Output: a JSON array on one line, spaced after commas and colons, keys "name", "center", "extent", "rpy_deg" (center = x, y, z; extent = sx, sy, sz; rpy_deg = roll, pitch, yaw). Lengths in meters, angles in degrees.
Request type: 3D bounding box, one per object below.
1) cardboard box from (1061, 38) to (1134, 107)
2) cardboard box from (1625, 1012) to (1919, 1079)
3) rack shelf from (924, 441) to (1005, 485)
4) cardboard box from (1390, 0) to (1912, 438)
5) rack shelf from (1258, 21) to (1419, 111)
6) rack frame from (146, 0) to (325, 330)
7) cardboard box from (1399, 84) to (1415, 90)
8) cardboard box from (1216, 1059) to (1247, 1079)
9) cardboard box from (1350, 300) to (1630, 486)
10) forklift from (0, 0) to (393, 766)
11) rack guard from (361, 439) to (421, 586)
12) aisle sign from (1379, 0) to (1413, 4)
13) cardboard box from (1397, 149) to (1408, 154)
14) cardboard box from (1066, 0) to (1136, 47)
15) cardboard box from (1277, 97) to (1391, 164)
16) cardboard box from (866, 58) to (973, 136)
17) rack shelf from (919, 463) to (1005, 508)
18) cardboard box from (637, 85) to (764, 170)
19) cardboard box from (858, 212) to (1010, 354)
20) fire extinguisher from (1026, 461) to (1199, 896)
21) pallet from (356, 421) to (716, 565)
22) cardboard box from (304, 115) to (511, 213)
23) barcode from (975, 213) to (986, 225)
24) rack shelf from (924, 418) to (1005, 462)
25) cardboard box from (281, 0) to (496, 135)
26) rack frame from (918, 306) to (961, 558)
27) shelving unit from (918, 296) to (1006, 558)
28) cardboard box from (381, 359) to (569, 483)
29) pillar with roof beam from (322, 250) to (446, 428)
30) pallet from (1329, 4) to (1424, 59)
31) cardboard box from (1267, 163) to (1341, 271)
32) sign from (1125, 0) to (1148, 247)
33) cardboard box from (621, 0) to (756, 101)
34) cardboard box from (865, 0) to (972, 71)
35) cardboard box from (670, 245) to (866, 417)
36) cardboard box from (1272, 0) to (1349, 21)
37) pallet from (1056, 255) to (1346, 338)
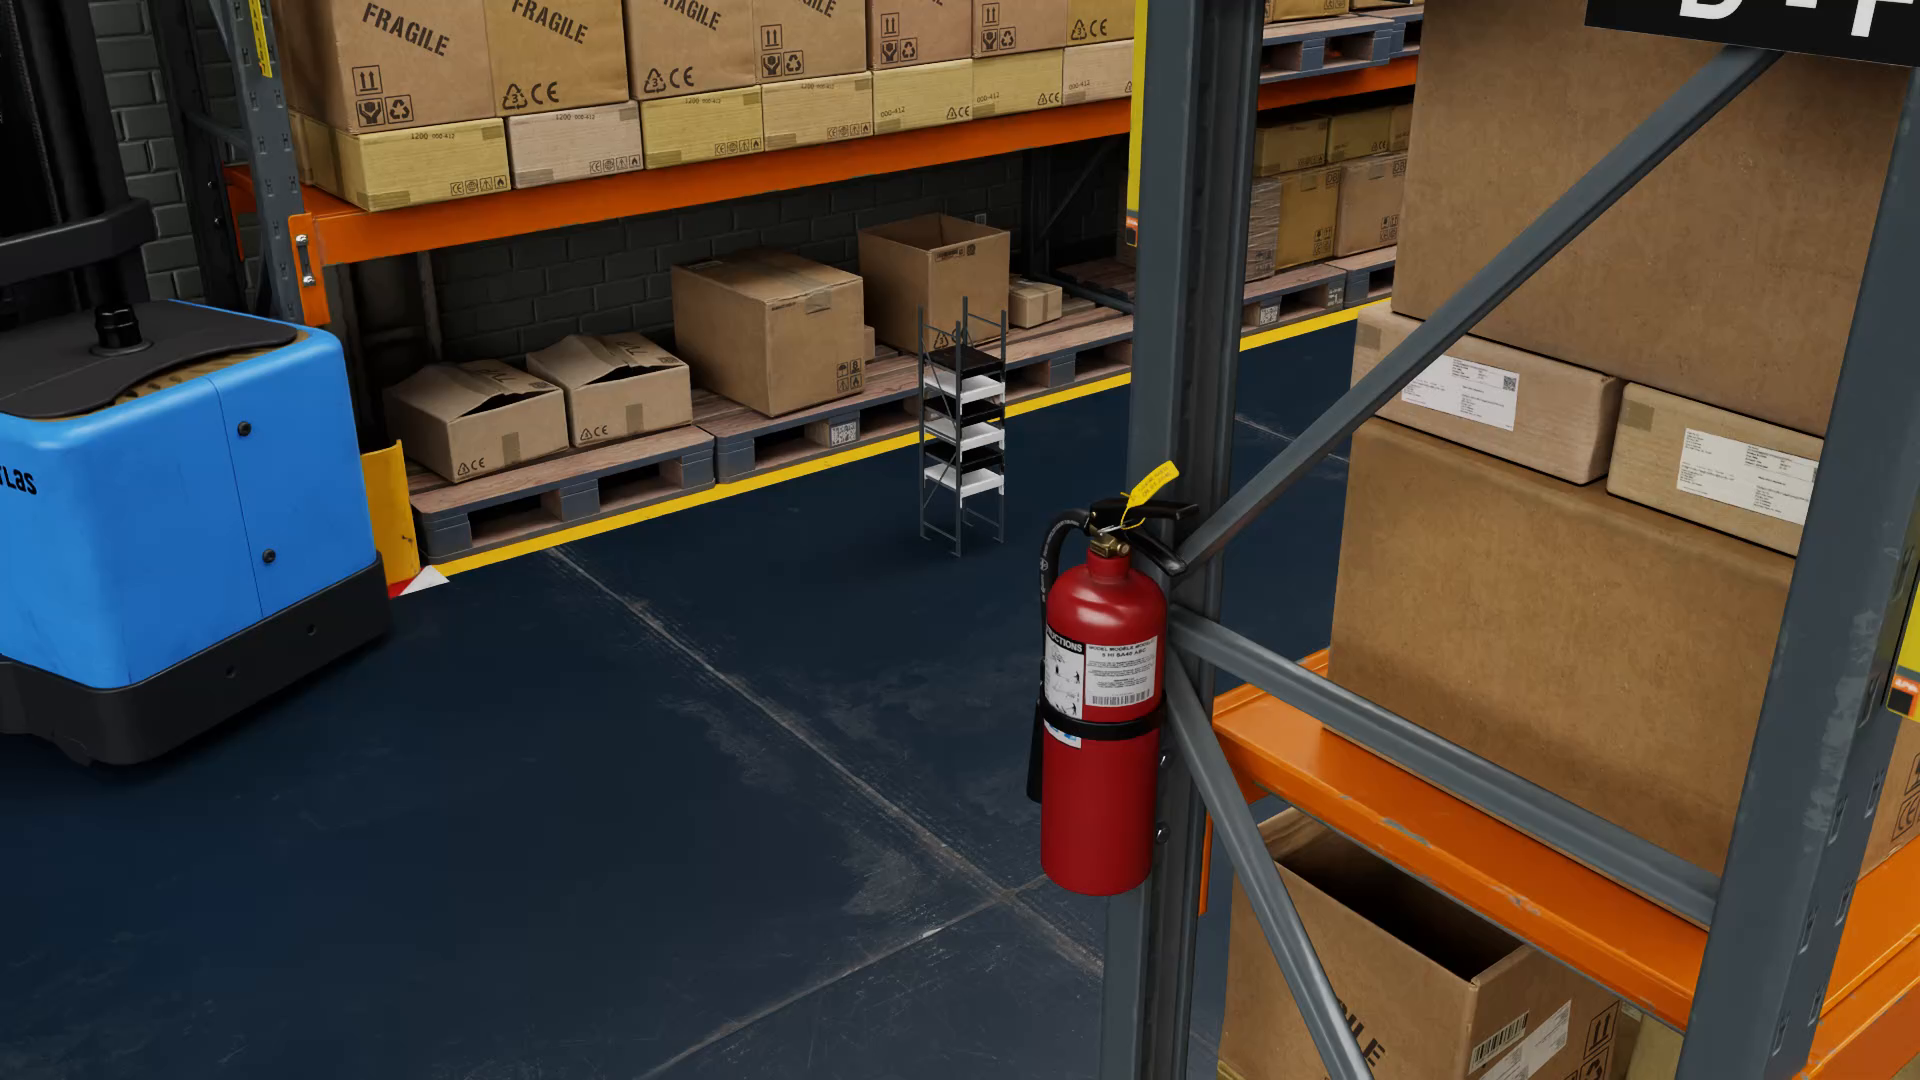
[{"name": "cardboard box", "center": [0.488, -2.123, 7.415], "extent": [0.500, 0.250, 0.500], "rpy_deg": [-18, 30, -34]}, {"name": "cardboard box", "center": [1.537, 0.795, 2.851], "extent": [0.500, 0.500, 0.500], "rpy_deg": [-18, 31, -34]}, {"name": "rack shelf", "center": [0.006, -0.298, 6.117], "extent": [0.200, 0.077, 0.258], "rpy_deg": [-18, 31, -34]}, {"name": "cardboard box", "center": [1.002, -0.491, 2.084], "extent": [0.500, 0.500, 0.700], "rpy_deg": [-18, 30, -34]}, {"name": "rack shelf", "center": [2.247, -2.598, 9.140], "extent": [4.000, 0.370, 1.077], "rpy_deg": [-18, 31, -34]}, {"name": "rack frame", "center": [-2.474, -1.366, 5.630], "extent": [0.127, 3.000, 1.000], "rpy_deg": [-18, 31, -34]}, {"name": "cardboard box", "center": [2.799, -2.518, 9.669], "extent": [0.500, 0.250, 0.500], "rpy_deg": [-18, 30, -33]}, {"name": "cardboard box", "center": [0.825, 1.094, 3.098], "extent": [0.500, 0.250, 0.500], "rpy_deg": [-18, 31, -34]}, {"name": "cardboard box", "center": [0.768, -0.228, 2.289], "extent": [0.250, 0.149, 0.380], "rpy_deg": [-19, 31, -35]}, {"name": "forklift", "center": [-3.414, -1.108, 5.156], "extent": [3.031, 2.935, 1.130], "rpy_deg": [13, 28, 26]}, {"name": "rack guard", "center": [-2.415, -0.252, 6.199], "extent": [0.348, 0.500, 1.175], "rpy_deg": [-18, 31, -34]}, {"name": "aisle sign", "center": [0.352, -0.985, 1.722], "extent": [0.004, 0.787, 0.394], "rpy_deg": [-18, 31, -34]}, {"name": "cardboard box", "center": [2.436, -2.072, 9.598], "extent": [0.500, 0.500, 0.700], "rpy_deg": [-18, 31, -34]}, {"name": "cardboard box", "center": [0.492, -2.461, 7.253], "extent": [0.500, 0.500, 0.500], "rpy_deg": [-18, 31, -34]}, {"name": "cardboard box", "center": [1.994, -2.260, 9.111], "extent": [0.500, 0.250, 0.500], "rpy_deg": [-19, 31, -35]}, {"name": "cardboard box", "center": [-0.296, -1.860, 6.849], "extent": [0.500, 0.250, 0.500], "rpy_deg": [-18, 31, -34]}, {"name": "rack shelf", "center": [0.006, -0.217, 6.155], "extent": [0.200, 0.077, 0.258], "rpy_deg": [-18, 31, -34]}, {"name": "cardboard box", "center": [-1.090, -1.599, 6.286], "extent": [0.500, 0.250, 0.500], "rpy_deg": [-19, 31, -35]}, {"name": "cardboard box", "center": [-0.119, -1.188, 7.693], "extent": [0.500, 0.500, 0.500], "rpy_deg": [-21, 32, -38]}, {"name": "fire extinguisher", "center": [0.206, 0.186, 2.378], "extent": [0.183, 0.674, 0.296], "rpy_deg": [-18, 31, -34]}, {"name": "pallet", "center": [-1.753, -0.320, 6.689], "extent": [1.213, 0.211, 1.003], "rpy_deg": [-18, 31, -34]}, {"name": "cardboard box", "center": [-1.894, -1.329, 5.704], "extent": [0.500, 0.250, 0.500], "rpy_deg": [-19, 31, -35]}, {"name": "barcode", "center": [0.100, -1.555, 8.104], "extent": [0.075, 0.075, 0.001], "rpy_deg": [-18, 31, -34]}, {"name": "rack shelf", "center": [0.006, -0.380, 6.079], "extent": [0.200, 0.077, 0.258], "rpy_deg": [-18, 31, -34]}, {"name": "cardboard box", "center": [-1.913, -1.672, 5.552], "extent": [0.500, 0.500, 0.500], "rpy_deg": [-18, 31, -34]}, {"name": "rack frame", "center": [-0.074, -0.384, 6.008], "extent": [0.006, 0.900, 0.240], "rpy_deg": [-18, 31, -34]}, {"name": "shelving unit", "center": [0.006, -0.410, 6.065], "extent": [0.210, 0.900, 0.258], "rpy_deg": [-18, 31, -34]}, {"name": "cardboard box", "center": [-1.874, -0.496, 6.426], "extent": [0.500, 0.311, 0.500], "rpy_deg": [-23, 33, -40]}, {"name": "pillar with roof beam", "center": [0.199, -3.129, 2.304], "extent": [0.400, 9.000, 9.100], "rpy_deg": [-18, 31, -34]}, {"name": "pallet", "center": [2.289, -2.829, 9.011], "extent": [1.213, 0.211, 1.003], "rpy_deg": [-18, 31, -34]}, {"name": "cardboard box", "center": [1.618, -1.818, 9.051], "extent": [0.500, 0.500, 0.700], "rpy_deg": [-19, 31, -35]}, {"name": "sign", "center": [0.261, -0.542, 2.198], "extent": [0.005, 0.325, 0.100], "rpy_deg": [-18, 31, -34]}, {"name": "cardboard box", "center": [-1.108, -1.929, 6.106], "extent": [0.500, 0.500, 0.500], "rpy_deg": [-19, 31, -36]}, {"name": "cardboard box", "center": [-0.300, -2.202, 6.695], "extent": [0.500, 0.500, 0.500], "rpy_deg": [-19, 31, -35]}, {"name": "cardboard box", "center": [-0.818, -0.904, 7.081], "extent": [0.500, 0.500, 0.700], "rpy_deg": [-21, 32, -37]}, {"name": "cardboard box", "center": [1.539, -2.914, 8.323], "extent": [0.500, 0.500, 0.700], "rpy_deg": [-15, 29, -29]}, {"name": "pallet", "center": [1.285, -1.343, 8.893], "extent": [1.213, 0.211, 1.003], "rpy_deg": [-18, 31, -34]}]
